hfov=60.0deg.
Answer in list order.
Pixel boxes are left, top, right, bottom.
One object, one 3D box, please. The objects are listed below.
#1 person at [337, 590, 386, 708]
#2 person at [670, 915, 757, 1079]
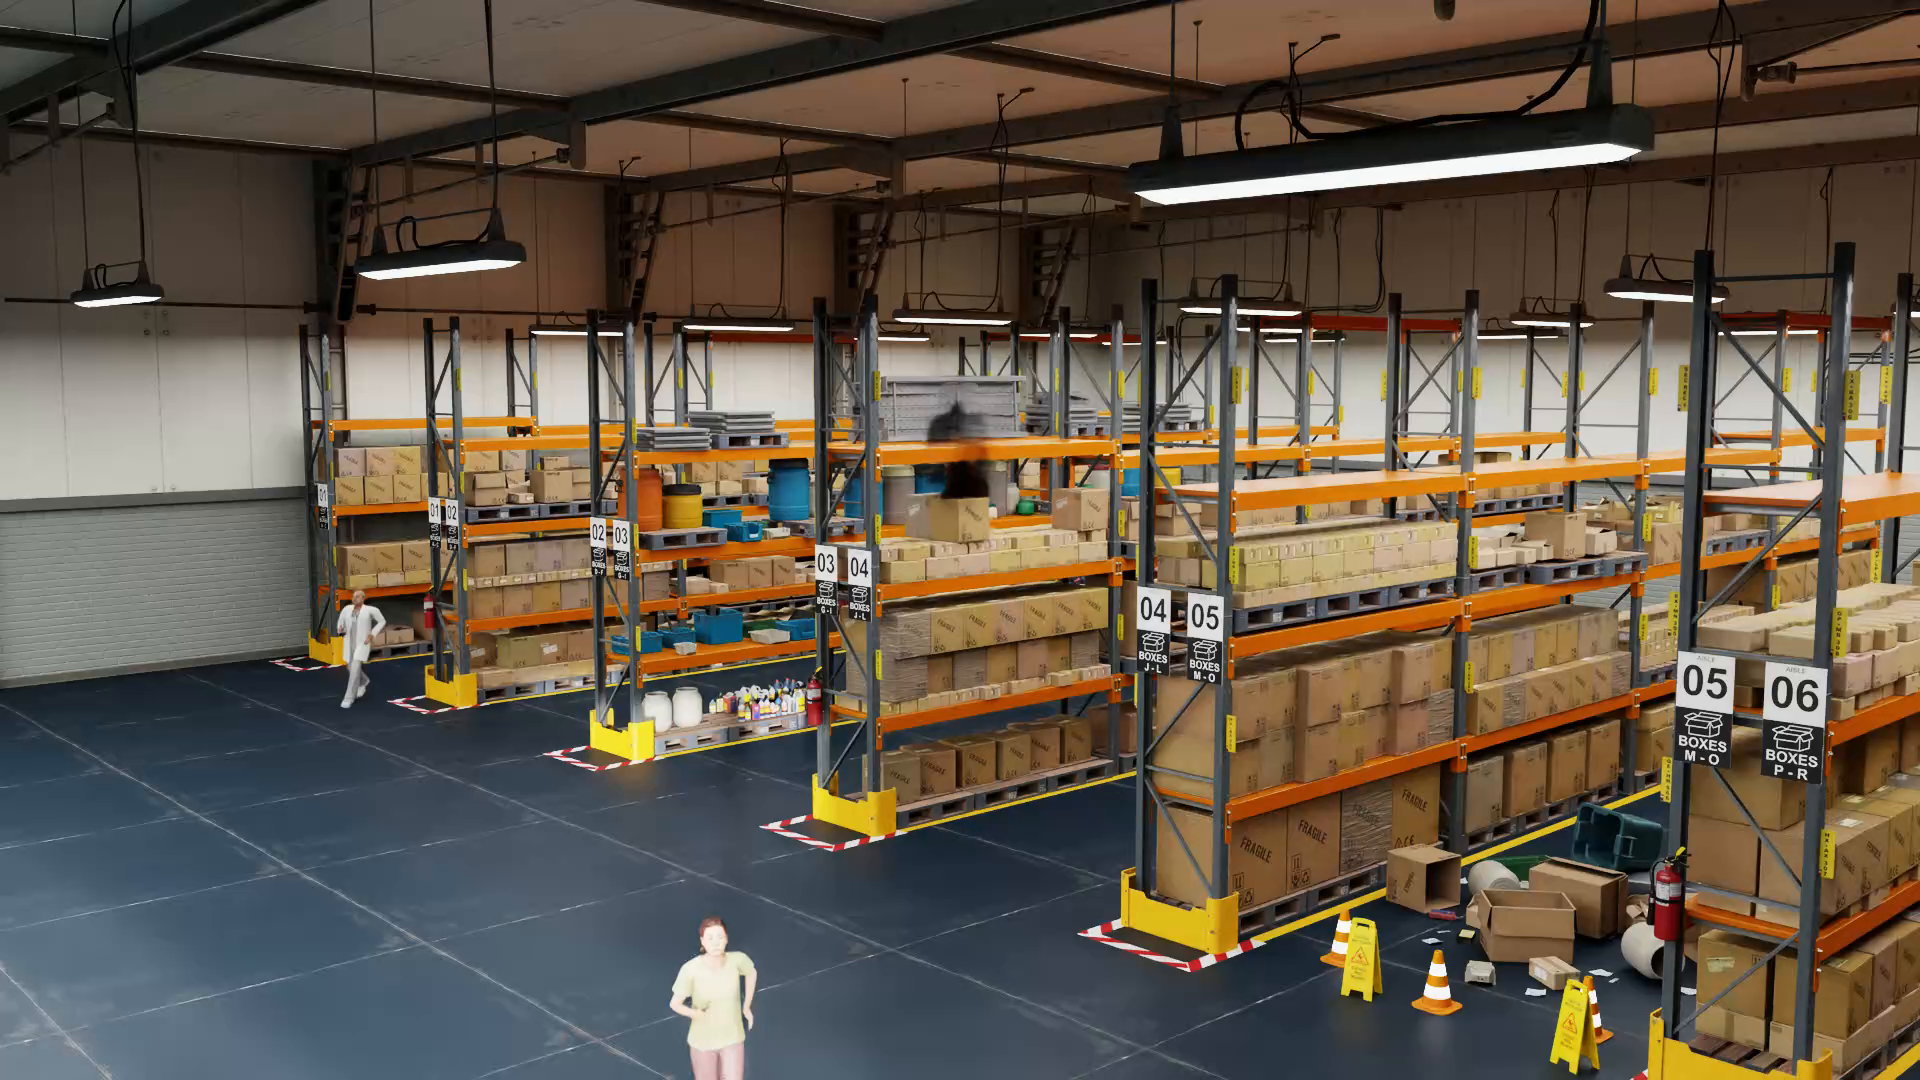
[{"bbox_3d":[-9.358,1.663,25.939,0.718,1.790,0.974,1,6,10],"label":"person"},{"bbox_3d":[-1.567,3.235,10.673,0.574,1.673,0.951,-1,6,-13],"label":"person"}]
